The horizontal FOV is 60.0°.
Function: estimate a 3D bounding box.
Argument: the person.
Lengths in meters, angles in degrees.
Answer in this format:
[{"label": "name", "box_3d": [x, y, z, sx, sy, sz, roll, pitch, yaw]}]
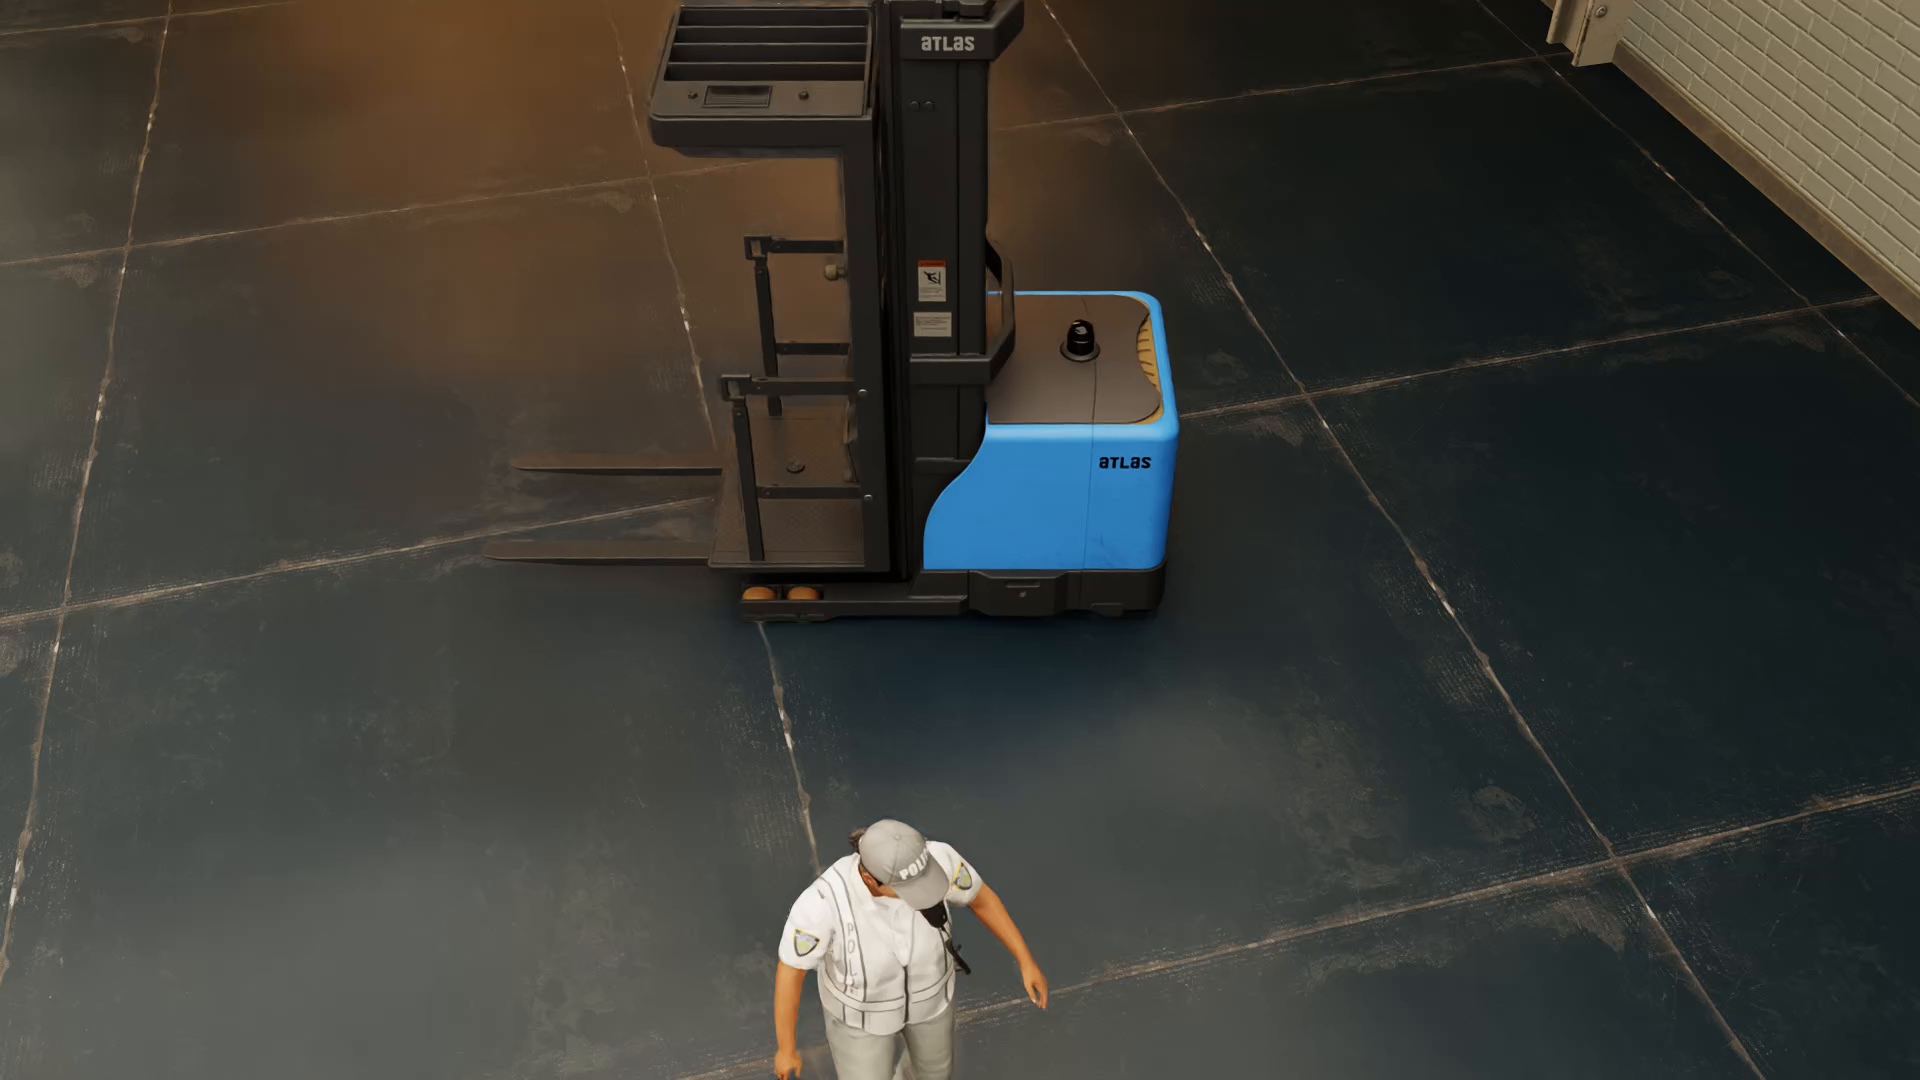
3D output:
[{"label": "person", "box_3d": [-0.186, 1.430, 5.112, 0.843, 1.685, 0.488, -15, 45, -15]}]

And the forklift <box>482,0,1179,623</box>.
[{"label": "forklift", "box_3d": [-0.610, -1.063, 6.770, 3.031, 2.935, 1.130, 0, 43, 0]}]
